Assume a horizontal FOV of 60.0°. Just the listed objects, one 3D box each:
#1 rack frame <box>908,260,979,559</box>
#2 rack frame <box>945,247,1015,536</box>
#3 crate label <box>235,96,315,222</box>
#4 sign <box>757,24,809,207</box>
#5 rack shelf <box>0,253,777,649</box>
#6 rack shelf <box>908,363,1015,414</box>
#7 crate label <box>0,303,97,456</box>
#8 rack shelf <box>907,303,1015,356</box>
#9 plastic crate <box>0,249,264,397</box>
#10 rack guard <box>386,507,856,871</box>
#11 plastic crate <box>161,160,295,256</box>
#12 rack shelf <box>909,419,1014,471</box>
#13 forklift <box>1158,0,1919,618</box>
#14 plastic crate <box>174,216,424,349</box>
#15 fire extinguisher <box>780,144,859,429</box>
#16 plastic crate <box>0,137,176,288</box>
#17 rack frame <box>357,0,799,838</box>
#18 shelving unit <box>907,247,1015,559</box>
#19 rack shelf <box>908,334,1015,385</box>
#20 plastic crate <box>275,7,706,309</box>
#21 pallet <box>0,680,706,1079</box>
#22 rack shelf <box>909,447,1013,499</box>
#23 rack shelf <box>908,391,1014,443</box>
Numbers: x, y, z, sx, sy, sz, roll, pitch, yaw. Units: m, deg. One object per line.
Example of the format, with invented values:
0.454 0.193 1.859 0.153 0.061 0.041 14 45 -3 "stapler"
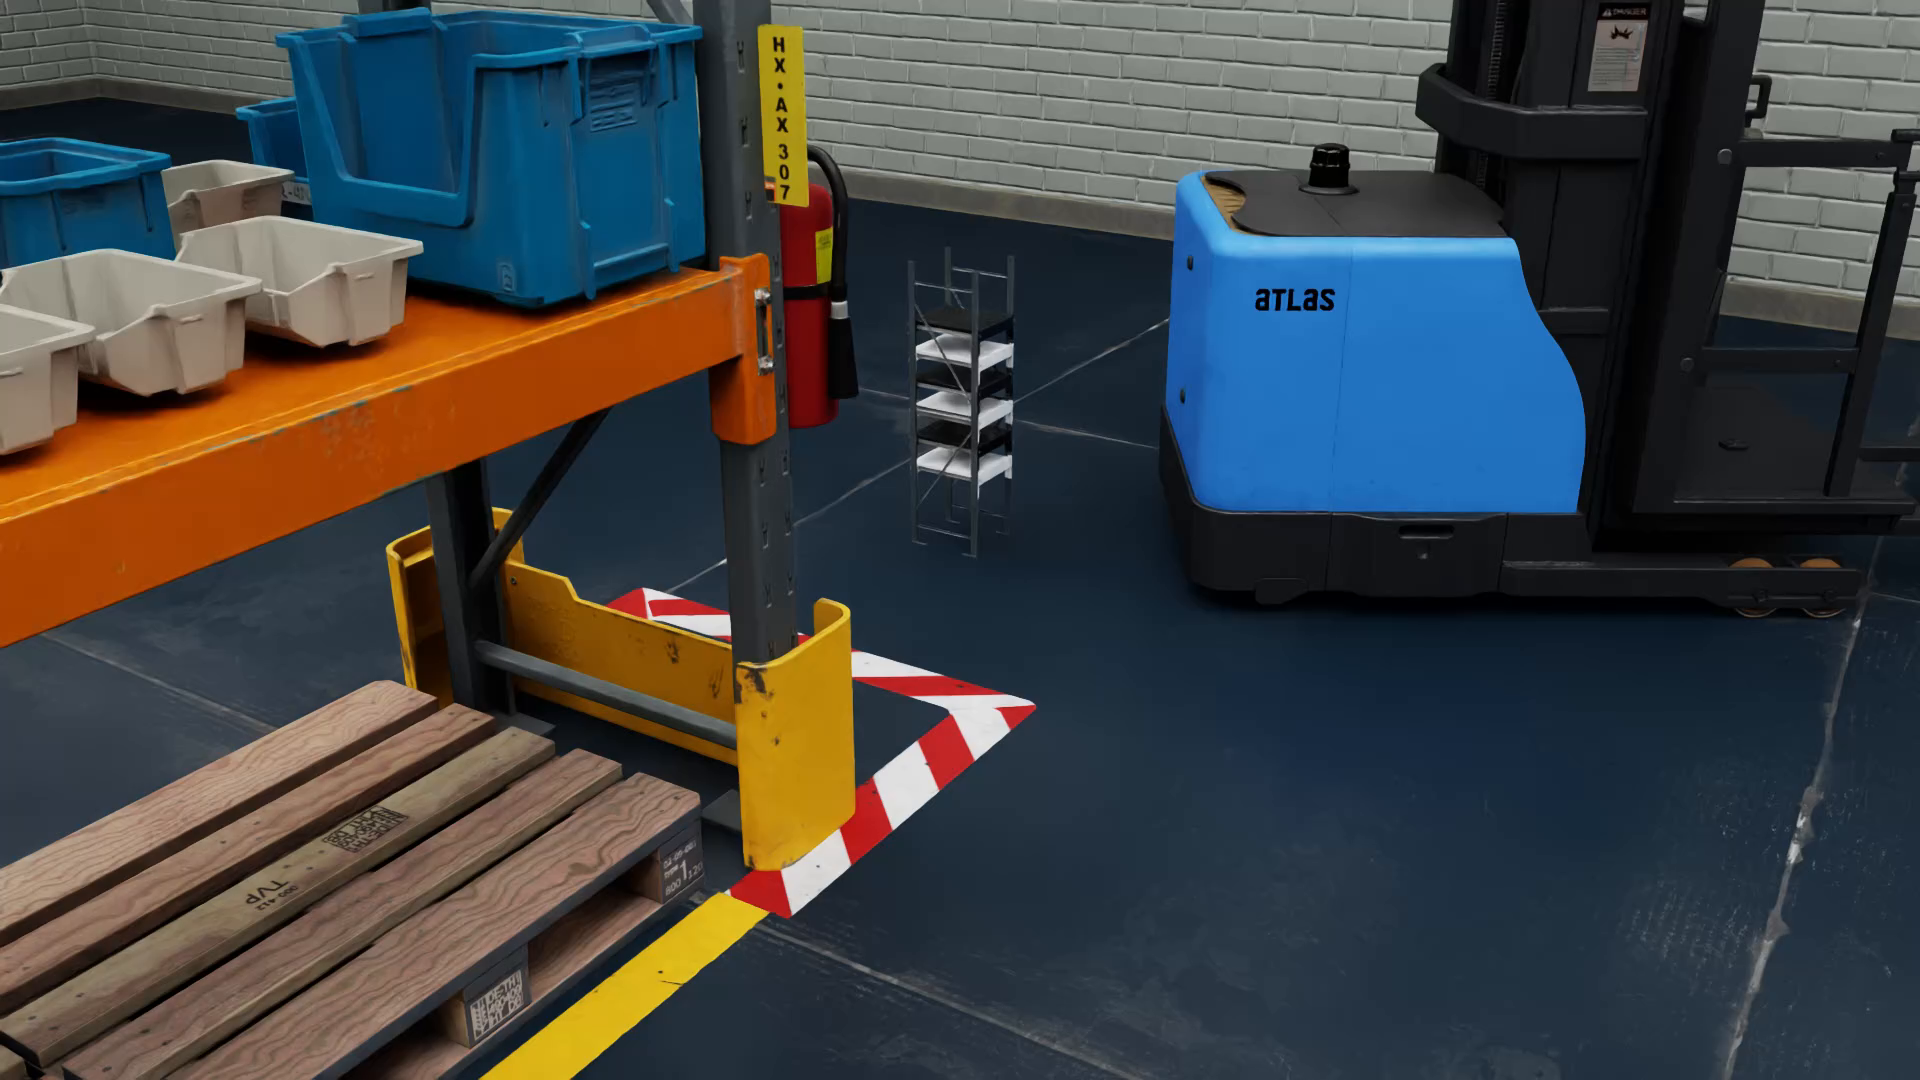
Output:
-0.049 -0.381 4.998 0.240 0.900 0.006 14 27 29 "rack frame"
0.058 -0.450 5.157 0.240 0.900 0.006 14 27 29 "rack frame"
-1.213 -0.756 3.356 0.416 0.233 0.303 14 27 29 "crate label"
-0.327 -0.785 3.082 0.100 0.325 0.005 14 27 29 "sign"
-1.858 0.186 1.951 1.077 0.370 4.000 14 27 29 "rack shelf"
0.004 -0.468 5.055 0.258 0.077 0.200 14 27 29 "rack shelf"
-1.370 -0.219 2.237 0.396 0.136 0.243 14 27 29 "crate label"
0.004 -0.633 4.984 0.258 0.077 0.200 14 27 29 "rack shelf"
-1.244 -0.318 2.466 0.396 0.136 0.243 14 27 29 "plastic crate"
-0.801 0.317 3.889 1.175 0.500 0.348 14 27 29 "rack guard"
-1.452 -0.621 3.165 0.250 0.136 0.298 14 27 29 "plastic crate"
0.004 -0.303 5.127 0.258 0.077 0.200 14 27 29 "rack shelf"
2.178 -1.336 4.647 3.031 2.935 1.130 0 23 1 "forklift"
-1.079 -0.413 2.685 0.396 0.136 0.243 14 27 29 "plastic crate"
-0.337 -0.569 3.355 0.296 0.674 0.183 14 27 29 "fire extinguisher"
-1.560 -0.534 2.843 0.416 0.233 0.300 14 27 29 "plastic crate"
-0.803 -0.820 3.368 1.000 3.000 0.127 14 27 29 "rack frame"
0.004 -0.416 5.078 0.258 0.900 0.210 14 27 29 "shelving unit"
0.004 -0.550 5.019 0.258 0.077 0.200 14 27 29 "rack shelf"
-0.821 -0.711 2.997 0.616 0.435 0.499 14 27 29 "plastic crate"
-1.271 0.730 3.297 1.003 0.211 1.213 14 27 29 "pallet"
0.004 -0.220 5.162 0.258 0.077 0.200 14 27 29 "rack shelf"
0.004 -0.385 5.091 0.258 0.077 0.200 14 27 29 "rack shelf"
